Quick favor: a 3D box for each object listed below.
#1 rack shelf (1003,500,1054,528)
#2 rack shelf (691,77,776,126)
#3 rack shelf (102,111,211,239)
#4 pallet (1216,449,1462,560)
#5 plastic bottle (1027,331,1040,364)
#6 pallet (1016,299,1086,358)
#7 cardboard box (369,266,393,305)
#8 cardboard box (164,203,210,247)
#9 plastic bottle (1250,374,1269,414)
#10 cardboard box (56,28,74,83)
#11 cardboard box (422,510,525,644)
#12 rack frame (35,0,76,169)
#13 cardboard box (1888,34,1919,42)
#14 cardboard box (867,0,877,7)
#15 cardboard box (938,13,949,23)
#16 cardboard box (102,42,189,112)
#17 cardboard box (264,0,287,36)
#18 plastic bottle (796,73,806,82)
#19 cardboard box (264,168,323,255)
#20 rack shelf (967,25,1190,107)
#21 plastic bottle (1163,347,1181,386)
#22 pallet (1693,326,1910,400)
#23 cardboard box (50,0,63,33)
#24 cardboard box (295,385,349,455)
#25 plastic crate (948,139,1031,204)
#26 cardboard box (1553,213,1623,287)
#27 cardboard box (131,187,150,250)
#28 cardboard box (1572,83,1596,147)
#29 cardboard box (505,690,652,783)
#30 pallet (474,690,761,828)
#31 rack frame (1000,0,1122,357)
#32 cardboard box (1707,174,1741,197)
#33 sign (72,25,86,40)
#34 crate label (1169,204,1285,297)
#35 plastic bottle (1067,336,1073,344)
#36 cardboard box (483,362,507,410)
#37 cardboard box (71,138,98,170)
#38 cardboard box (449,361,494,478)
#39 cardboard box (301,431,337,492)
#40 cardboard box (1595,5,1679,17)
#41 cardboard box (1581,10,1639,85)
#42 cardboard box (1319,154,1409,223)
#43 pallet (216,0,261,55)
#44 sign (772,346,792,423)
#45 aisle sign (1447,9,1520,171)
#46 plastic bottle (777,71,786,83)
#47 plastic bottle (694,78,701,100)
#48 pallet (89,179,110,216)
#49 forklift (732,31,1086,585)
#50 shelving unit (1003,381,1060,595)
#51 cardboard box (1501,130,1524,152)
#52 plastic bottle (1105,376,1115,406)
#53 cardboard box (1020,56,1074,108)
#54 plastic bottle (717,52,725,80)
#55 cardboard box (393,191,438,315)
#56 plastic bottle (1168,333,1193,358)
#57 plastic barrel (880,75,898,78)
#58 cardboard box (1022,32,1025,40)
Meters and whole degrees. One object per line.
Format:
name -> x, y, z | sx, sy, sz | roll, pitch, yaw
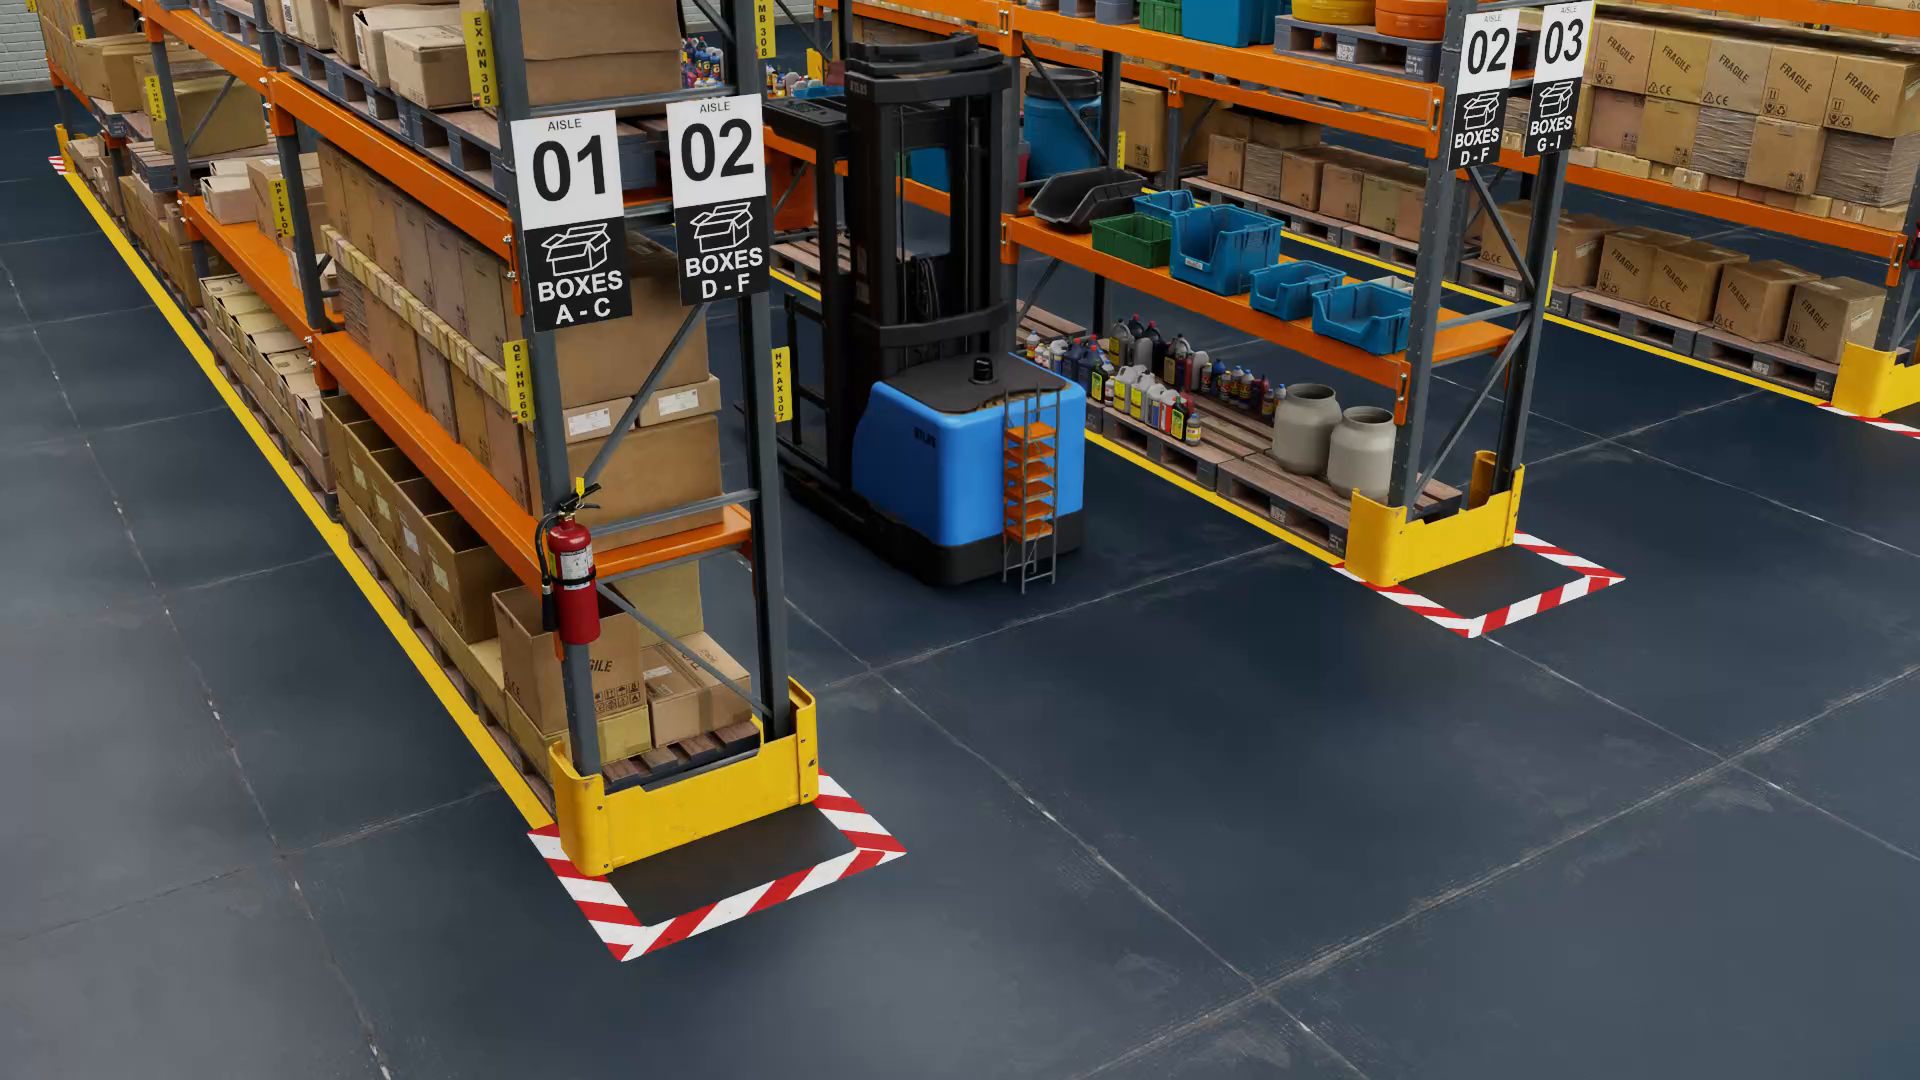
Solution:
rack shelf -> 0.402, -0.140, 9.527 | 0.258, 0.103, 0.180 | -16, 30, -30
rack shelf -> -2.534, -4.503, 17.118 | 1.077, 0.370, 4.000 | -16, 29, -30
rack shelf -> -6.686, -3.350, 14.676 | 1.077, 0.370, 4.000 | -16, 29, -30
pallet -> 2.405, -0.299, 10.636 | 1.003, 0.211, 1.213 | -16, 29, -30
plastic bottle -> 0.548, -1.432, 12.449 | 0.097, 0.271, 0.097 | 0, 25, 0
pallet -> 0.280, -1.693, 13.590 | 1.003, 0.211, 1.213 | -16, 29, -30
cardboard box -> -2.868, -1.362, 8.744 | 0.380, 0.149, 0.250 | -17, 30, -31
cardboard box -> -6.336, -2.667, 13.920 | 0.500, 0.250, 0.500 | -14, 29, -28
plastic bottle -> 2.088, -1.029, 11.582 | 0.061, 0.283, 0.133 | -15, 29, -29
cardboard box -> -9.111, -5.104, 17.431 | 0.500, 0.500, 0.500 | -15, 29, -29
cardboard box -> -2.328, 0.139, 8.293 | 0.500, 0.500, 0.500 | -16, 29, -30
rack frame -> -9.962, -5.822, 19.068 | 1.000, 3.000, 0.127 | -16, 29, -30
cardboard box -> 9.672, -5.203, 16.317 | 0.875, 0.550, 0.550 | -16, 29, -30
cardboard box -> -1.038, -7.352, 22.604 | 0.380, 0.149, 0.250 | -16, 30, -30
cardboard box -> -0.058, -6.709, 21.243 | 0.380, 0.149, 0.250 | -15, 29, -29
cardboard box -> -7.278, -4.173, 14.967 | 0.700, 0.500, 0.500 | -11, 27, -21
cardboard box -> -3.357, -2.943, 8.683 | 0.500, 0.500, 0.500 | -13, 28, -25
plastic bottle -> -1.549, -4.419, 16.233 | 0.061, 0.283, 0.133 | -16, 29, -30
cardboard box -> -4.378, -2.221, 11.323 | 0.500, 0.500, 0.500 | -15, 29, -29
rack shelf -> 1.616, -5.657, 19.563 | 1.077, 0.370, 4.000 | -16, 29, -30
plastic bottle -> 1.544, -1.273, 12.099 | 0.061, 0.283, 0.133 | -16, 29, -30
pallet -> 6.619, -1.471, 13.119 | 1.003, 0.211, 1.213 | -16, 29, -30
cardboard box -> -9.102, -5.552, 17.209 | 0.500, 0.500, 0.500 | -16, 30, -30
cardboard box -> -3.872, -0.808, 10.519 | 0.500, 0.311, 0.500 | -16, 29, -30
plastic crate -> 0.221, -2.813, 12.621 | 0.402, 0.464, 0.583 | -16, 29, -30
cardboard box -> 5.395, -2.541, 14.555 | 0.500, 0.500, 0.500 | -6, 26, -13
cardboard box -> -7.418, -3.041, 15.592 | 0.500, 0.500, 0.500 | -15, 29, -29
cardboard box -> 5.328, -3.654, 14.011 | 0.875, 0.500, 0.500 | -16, 29, -30
cardboard box -> -1.768, 0.832, 7.703 | 0.500, 0.250, 0.500 | -16, 29, -30
pallet -> -1.680, 0.898, 8.099 | 1.003, 0.211, 1.213 | -16, 29, -30
rack frame -> 0.741, -2.682, 12.419 | 1.000, 3.000, 0.127 | -16, 29, -30
cardboard box -> 6.050, -2.790, 12.940 | 0.380, 0.149, 0.250 | -16, 29, -30
sign -> -8.229, -4.653, 15.579 | 0.100, 0.325, 0.005 | -16, 29, -30
crate label -> 1.694, -1.863, 10.641 | 0.502, 0.435, 0.616 | -16, 29, -30
plastic bottle -> 0.836, -1.353, 12.268 | 0.061, 0.283, 0.133 | -16, 29, -30
cardboard box -> -1.879, -0.714, 7.372 | 0.380, 0.149, 0.250 | -16, 30, -30
cardboard box -> -9.630, -4.338, 18.630 | 0.500, 0.250, 0.500 | -16, 29, -30
cardboard box -> -2.028, -0.680, 8.059 | 0.700, 0.500, 0.500 | -15, 29, -29
cardboard box -> -3.880, -0.557, 10.645 | 0.500, 0.250, 0.500 | -16, 30, -30
cardboard box -> 5.641, -4.193, 13.982 | 0.500, 0.500, 0.500 | -16, 29, -30
cardboard box -> 5.198, -4.070, 13.721 | 0.500, 0.500, 0.500 | -16, 29, -30
cardboard box -> 4.024, -3.505, 16.574 | 0.700, 0.500, 0.500 | -18, 31, -34
pallet -> -3.903, -3.112, 10.039 | 0.805, 0.209, 1.217 | -17, 30, -32
sign -> -0.759, -0.653, 7.013 | 0.100, 0.325, 0.005 | -16, 29, -30
aisle sign -> 2.715, -2.332, 8.632 | 0.394, 0.787, 0.004 | -16, 29, -30
plastic bottle -> -1.752, -4.484, 16.386 | 0.097, 0.271, 0.097 | 0, 25, 0
plastic bottle -> -2.566, -4.440, 16.375 | 0.097, 0.201, 0.097 | 0, 25, 0
pallet -> -8.822, -3.812, 18.079 | 1.003, 0.211, 1.213 | -16, 29, -30
forklift -> -0.492, -1.646, 10.303 | 1.130, 2.935, 3.031 | -16, 30, -30
shelving unit -> 0.402, -0.289, 9.456 | 0.258, 1.200, 0.189 | -16, 30, -30
cardboard box -> 4.882, -3.484, 14.410 | 0.380, 0.149, 0.250 | -16, 29, -30
plastic bottle -> 1.072, -1.056, 11.737 | 0.097, 0.201, 0.097 | 0, 25, 0
cardboard box -> 1.379, -5.384, 20.137 | 1.225, 0.875, 0.875 | -17, 30, -31
plastic bottle -> -2.465, -4.980, 17.431 | 0.152, 0.276, 0.135 | -16, 29, -30
cardboard box -> -2.341, -1.466, 8.204 | 0.700, 0.500, 0.500 | -16, 29, -30
plastic bottle -> 1.615, -1.336, 12.154 | 0.144, 0.351, 0.185 | -16, 29, -30
plastic barrel -> -0.702, -3.846, 14.751 | 0.421, 0.512, 0.421 | 0, 25, 0
cardboard box -> 0.841, -6.341, 20.051 | 0.500, 0.500, 0.500 | -15, 29, -29
